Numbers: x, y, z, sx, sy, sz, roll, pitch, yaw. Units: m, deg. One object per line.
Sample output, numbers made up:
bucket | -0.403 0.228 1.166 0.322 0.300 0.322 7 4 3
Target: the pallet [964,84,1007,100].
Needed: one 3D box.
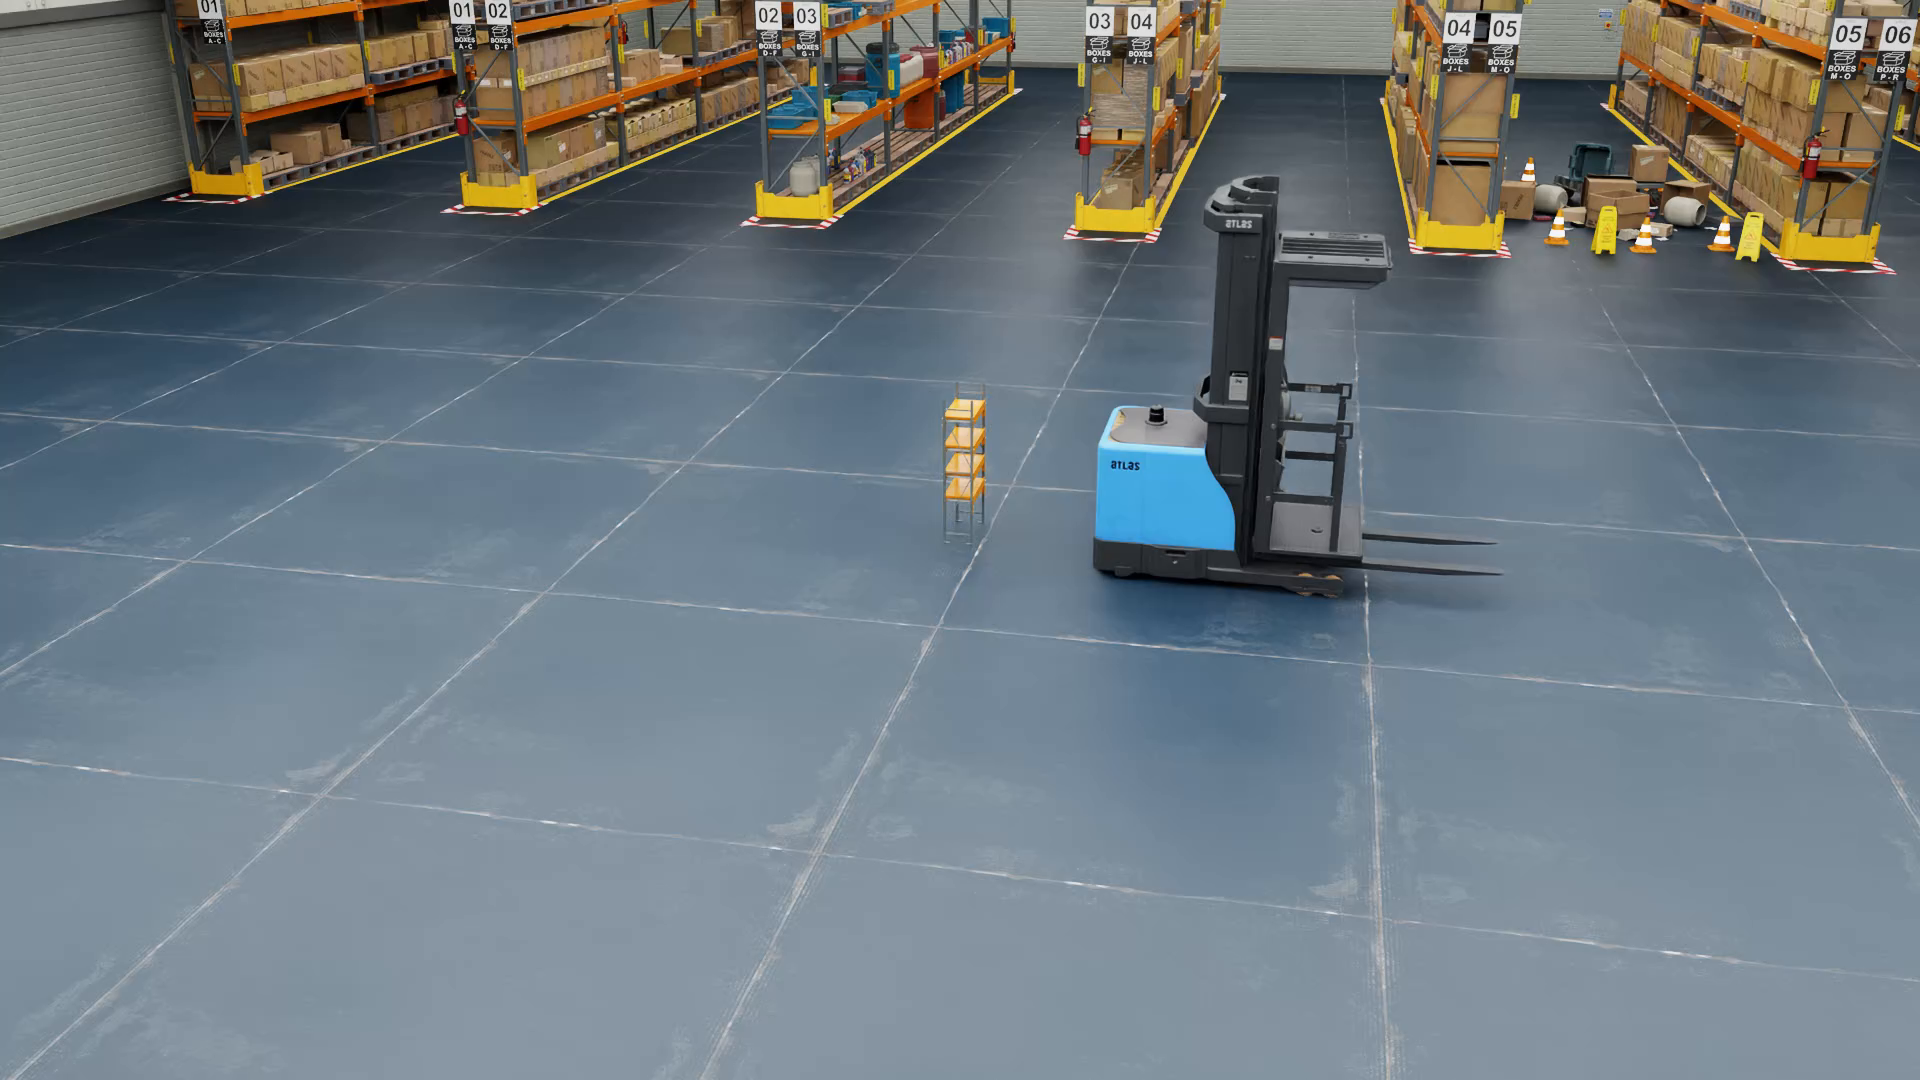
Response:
pallet | 0.518 -10.672 39.600 1.003 0.211 1.213 4 22 11

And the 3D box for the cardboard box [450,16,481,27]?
cardboard box | -10.256 -10.792 34.603 0.500 0.250 0.500 5 22 12

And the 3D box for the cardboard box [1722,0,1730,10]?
cardboard box | 13.439 -9.297 28.305 0.700 0.500 0.500 4 22 11

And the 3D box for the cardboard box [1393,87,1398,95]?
cardboard box | 9.561 -9.690 35.887 0.380 0.149 0.250 3 22 8

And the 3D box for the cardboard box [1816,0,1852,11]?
cardboard box | 12.016 -7.346 22.861 0.380 0.149 0.250 5 22 11

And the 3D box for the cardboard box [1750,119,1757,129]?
cardboard box | 12.447 -6.439 25.693 0.380 0.149 0.250 5 22 12

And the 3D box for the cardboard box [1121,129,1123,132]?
cardboard box | 2.283 -6.316 25.386 0.380 0.149 0.250 4 22 11

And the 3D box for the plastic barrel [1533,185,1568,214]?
plastic barrel | 9.230 -5.356 26.116 0.421 0.421 0.512 -16 27 -35

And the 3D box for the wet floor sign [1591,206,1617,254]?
wet floor sign | 9.076 -4.366 23.362 0.267 0.644 0.232 1 22 2

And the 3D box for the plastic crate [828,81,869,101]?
plastic crate | -1.955 -7.665 28.484 0.767 0.338 0.504 4 22 11

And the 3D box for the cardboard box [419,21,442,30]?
cardboard box | -10.699 -10.398 33.595 0.380 0.149 0.250 1 22 2

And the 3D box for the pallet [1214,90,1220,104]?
pallet | 5.487 -10.295 38.663 1.003 0.211 1.213 4 22 11

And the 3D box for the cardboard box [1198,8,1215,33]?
cardboard box | 5.315 -11.366 36.389 0.500 0.500 0.500 4 22 9

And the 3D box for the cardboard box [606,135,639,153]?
cardboard box | -6.248 -7.302 30.619 0.500 0.250 0.500 4 22 10

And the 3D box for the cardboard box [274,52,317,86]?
cardboard box | -11.531 -8.165 28.813 0.500 0.500 0.500 5 23 13

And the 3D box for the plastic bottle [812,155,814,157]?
plastic bottle | -2.458 -6.295 27.956 0.144 0.351 0.185 5 23 13

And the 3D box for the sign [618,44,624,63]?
sign | -6.029 -8.651 29.584 0.100 0.325 0.005 4 22 11

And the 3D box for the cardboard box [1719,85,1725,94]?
cardboard box | 13.017 -7.592 27.993 0.380 0.149 0.250 5 23 13

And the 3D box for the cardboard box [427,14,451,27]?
cardboard box | -10.768 -10.821 34.674 0.500 0.250 0.500 5 22 12

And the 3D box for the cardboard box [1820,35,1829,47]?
cardboard box | 11.809 -6.706 22.342 0.380 0.149 0.250 5 22 11

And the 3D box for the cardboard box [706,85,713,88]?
cardboard box | -5.588 -9.504 35.723 0.500 0.500 0.500 4 22 9

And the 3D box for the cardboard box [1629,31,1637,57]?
cardboard box | 14.698 -10.652 35.684 0.500 0.500 0.500 4 22 11

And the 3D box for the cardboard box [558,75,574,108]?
cardboard box | -6.968 -7.574 28.041 0.700 0.500 0.500 5 23 13

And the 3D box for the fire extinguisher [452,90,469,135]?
fire extinguisher | -7.868 -6.748 26.227 0.296 0.674 0.183 4 22 11

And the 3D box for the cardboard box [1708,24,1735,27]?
cardboard box | 14.301 -9.432 31.316 0.500 0.500 0.500 5 22 12

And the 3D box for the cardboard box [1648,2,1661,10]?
cardboard box | 14.533 -11.079 34.537 0.380 0.149 0.250 4 22 10

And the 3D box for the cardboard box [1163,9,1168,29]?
cardboard box | 2.864 -7.883 25.129 0.500 0.250 0.500 4 22 11

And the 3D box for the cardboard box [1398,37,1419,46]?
cardboard box | 8.799 -9.781 32.633 0.380 0.149 0.250 5 23 13

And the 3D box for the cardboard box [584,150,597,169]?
cardboard box | -6.652 -6.622 28.928 0.500 0.250 0.500 4 22 11

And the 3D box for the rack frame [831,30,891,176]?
rack frame | -1.724 -7.876 28.924 1.000 3.000 0.127 4 22 11

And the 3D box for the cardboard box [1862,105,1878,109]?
cardboard box | 12.481 -5.806 23.252 0.500 0.500 0.500 5 23 13

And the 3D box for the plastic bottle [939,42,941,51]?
plastic bottle | -0.489 -10.660 35.902 0.144 0.351 0.185 4 22 11

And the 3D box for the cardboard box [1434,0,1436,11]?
cardboard box | 7.242 -7.935 24.697 0.380 0.149 0.250 5 22 12

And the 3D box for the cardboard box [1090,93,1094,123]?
cardboard box | 2.432 -6.611 25.251 0.875 0.500 0.500 4 22 11

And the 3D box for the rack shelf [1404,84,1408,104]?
rack shelf | 9.184 -8.944 32.538 1.077 0.370 4.000 4 22 11

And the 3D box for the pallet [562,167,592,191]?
pallet | -7.023 -6.226 28.560 1.003 0.211 1.213 4 22 11

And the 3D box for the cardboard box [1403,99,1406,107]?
cardboard box | 8.659 -8.199 31.507 0.500 0.250 0.500 4 22 10

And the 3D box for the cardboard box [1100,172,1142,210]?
cardboard box | 2.452 -5.298 25.306 0.500 0.500 0.500 9 24 21

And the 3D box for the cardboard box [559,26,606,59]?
cardboard box | -6.657 -8.740 29.199 0.700 0.500 0.500 5 22 11

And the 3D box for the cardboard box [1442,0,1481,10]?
cardboard box | 6.970 -7.521 23.135 0.500 0.250 0.500 5 22 12

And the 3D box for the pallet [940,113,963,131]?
pallet | -0.537 -8.781 34.905 1.003 0.211 1.213 4 22 11

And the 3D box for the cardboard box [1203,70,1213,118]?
cardboard box | 4.646 -9.397 34.984 1.225 0.875 0.875 5 22 11

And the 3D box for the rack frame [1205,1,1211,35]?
rack frame | 4.757 -10.424 35.251 1.000 3.000 0.127 4 22 11

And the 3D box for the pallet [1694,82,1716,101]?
pallet | 13.601 -7.848 29.111 1.213 0.211 1.003 4 22 11

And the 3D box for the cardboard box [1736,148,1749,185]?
cardboard box | 12.441 -5.815 25.921 0.500 0.500 0.500 6 23 13

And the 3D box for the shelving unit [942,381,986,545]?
shelving unit | 0.034 -0.617 13.310 0.258 1.200 0.503 4 22 11

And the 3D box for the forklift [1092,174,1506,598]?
forklift | 2.585 -1.146 12.306 3.031 2.935 1.130 5 22 11

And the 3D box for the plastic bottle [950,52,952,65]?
plastic bottle | -0.217 -9.875 34.061 0.097 0.271 0.097 0 22 0

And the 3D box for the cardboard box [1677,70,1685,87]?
cardboard box | 13.580 -8.529 30.746 0.500 0.250 0.500 5 22 12

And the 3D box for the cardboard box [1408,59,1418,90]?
cardboard box | 8.420 -8.449 30.213 0.500 0.500 0.500 5 22 12

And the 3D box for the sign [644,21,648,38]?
sign | -6.289 -10.256 33.390 0.100 0.325 0.005 4 22 11

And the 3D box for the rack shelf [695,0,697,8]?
rack shelf | -5.348 -11.507 34.887 1.077 0.370 4.000 4 22 11

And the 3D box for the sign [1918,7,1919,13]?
sign | 12.541 -7.035 21.652 0.100 0.325 0.005 4 22 11

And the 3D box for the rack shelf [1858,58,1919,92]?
rack shelf | 19.727 -9.689 34.389 1.077 0.370 4.000 4 22 11
